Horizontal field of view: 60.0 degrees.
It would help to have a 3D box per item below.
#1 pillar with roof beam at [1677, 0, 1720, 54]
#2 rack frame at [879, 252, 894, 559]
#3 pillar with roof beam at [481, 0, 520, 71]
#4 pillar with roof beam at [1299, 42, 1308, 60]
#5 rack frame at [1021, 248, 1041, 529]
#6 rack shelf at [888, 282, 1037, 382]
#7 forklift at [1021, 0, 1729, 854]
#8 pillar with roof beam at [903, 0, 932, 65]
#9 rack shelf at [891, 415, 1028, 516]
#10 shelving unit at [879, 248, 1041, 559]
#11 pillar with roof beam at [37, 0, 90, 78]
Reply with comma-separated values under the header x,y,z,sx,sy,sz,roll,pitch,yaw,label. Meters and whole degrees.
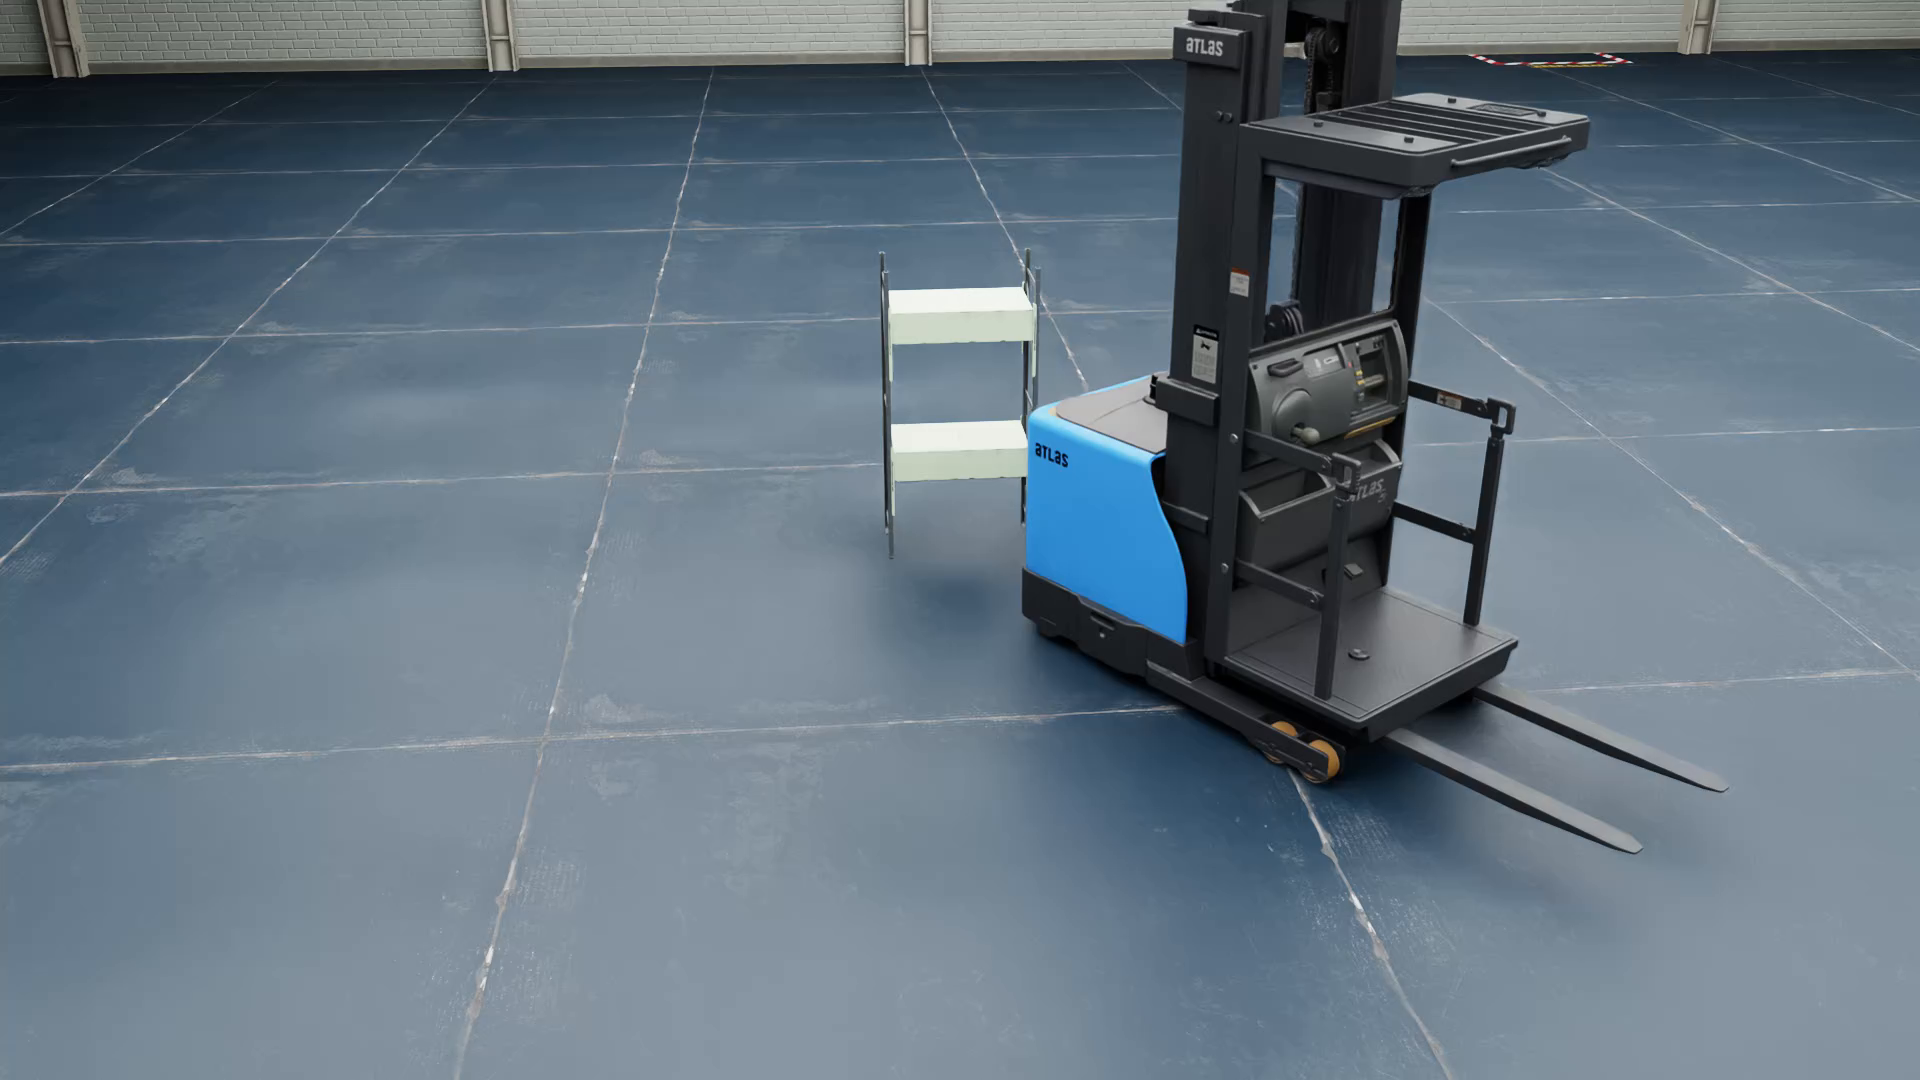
x,y,z,sx,sy,sz,roll,pitch,yaw,label
11.744,-9.897,19.937,0.400,9.000,9.100,-2,24,-5,pillar with roof beam
-0.371,-0.670,8.412,0.023,1.500,0.400,-2,24,-5,rack frame
-6.169,-9.178,18.321,0.400,9.000,9.100,-2,24,-5,pillar with roof beam
5.773,-9.657,19.398,0.400,9.000,9.100,-2,24,-5,pillar with roof beam
0.358,-0.700,8.478,0.023,1.500,0.400,-2,24,-5,rack frame
-0.007,-1.042,8.286,0.720,0.370,0.431,-2,24,-5,rack shelf
1.621,-0.608,6.509,1.130,2.935,3.031,-19,30,-36,forklift
-0.198,-9.418,18.859,0.400,9.000,9.100,-2,24,-5,pillar with roof beam
-0.007,-0.387,8.577,0.720,0.370,0.431,-2,24,-5,rack shelf
-0.007,-0.685,8.445,0.755,1.500,0.431,-2,24,-5,shelving unit
-12.140,-8.939,17.782,0.400,9.000,9.100,-2,24,-5,pillar with roof beam
